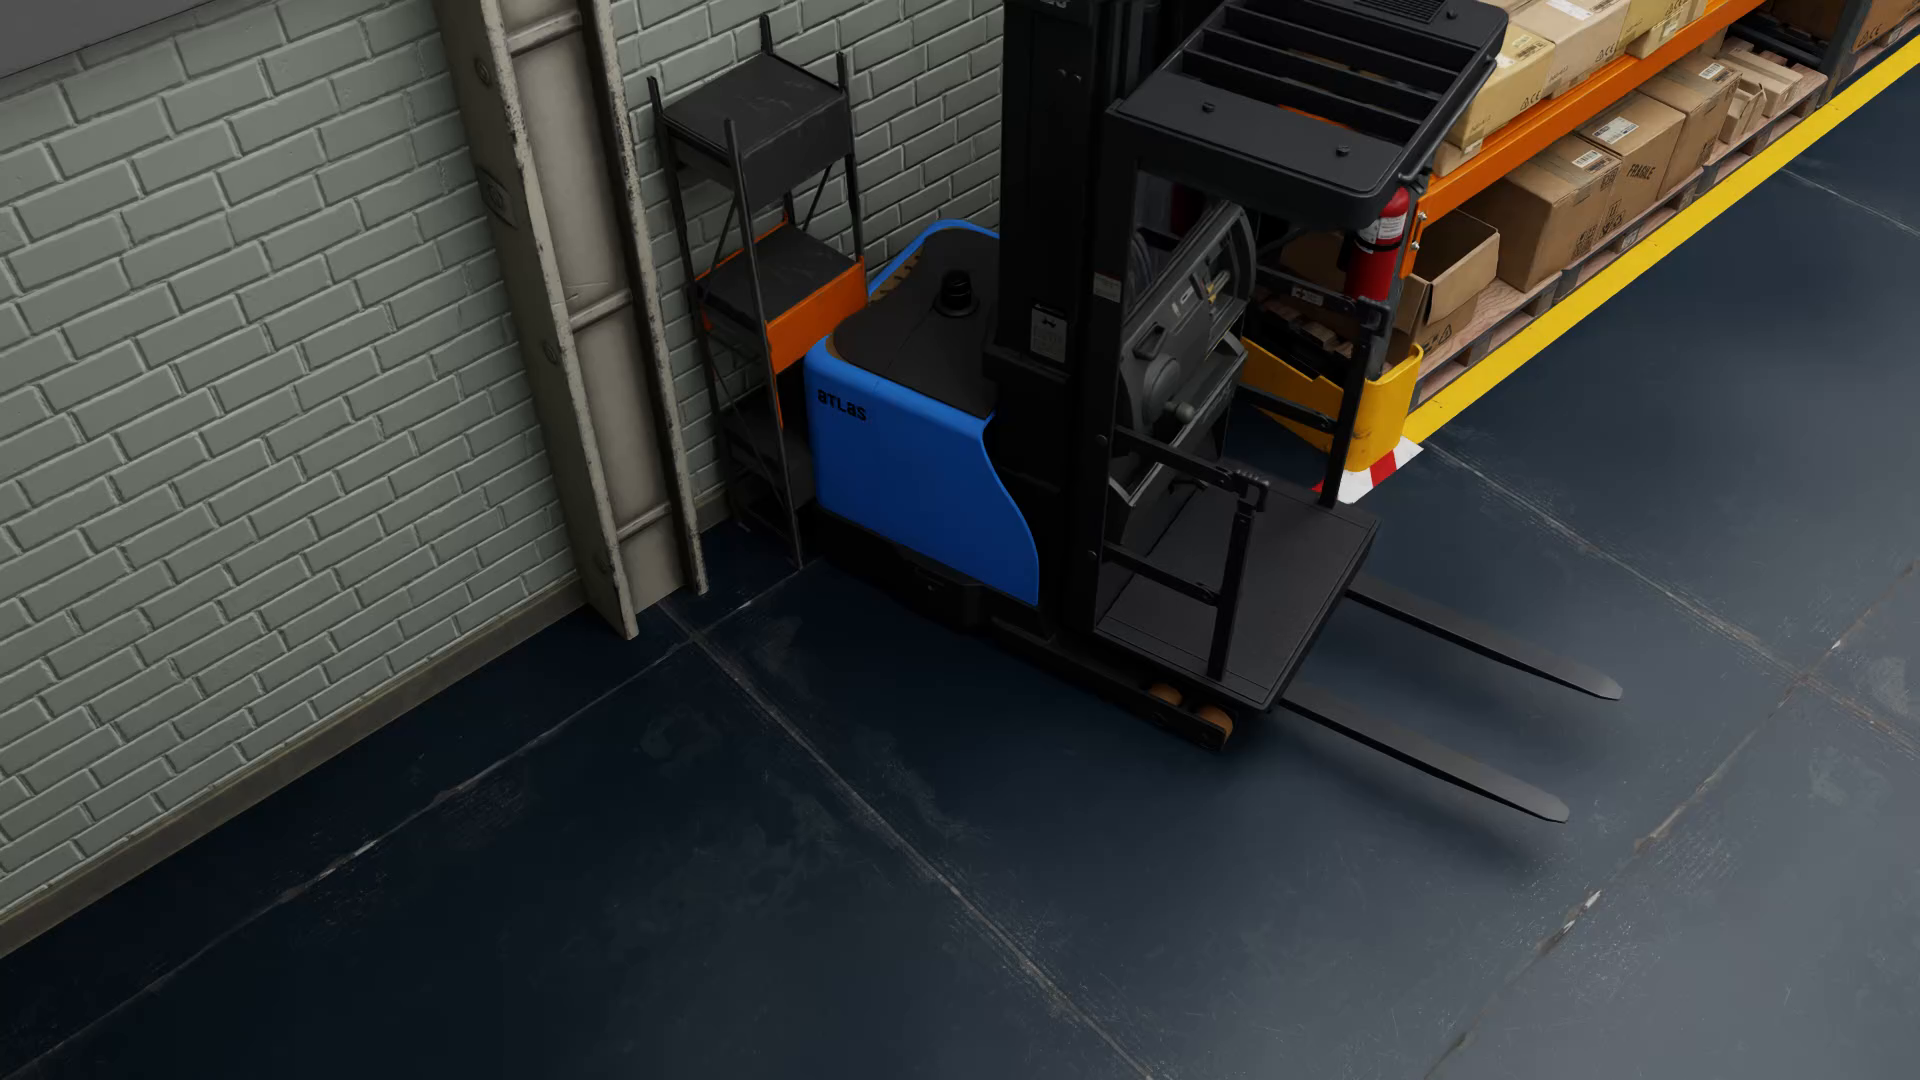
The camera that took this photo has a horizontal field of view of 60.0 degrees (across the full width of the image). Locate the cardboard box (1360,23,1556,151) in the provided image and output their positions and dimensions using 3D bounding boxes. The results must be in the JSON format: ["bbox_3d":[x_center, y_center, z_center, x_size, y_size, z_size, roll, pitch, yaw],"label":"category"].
[{"bbox_3d":[1.873,-1.778,6.303,0.500,0.250,0.500,-33,56,-27],"label":"cardboard box"}]

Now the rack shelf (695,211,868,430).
[{"bbox_3d":[-0.650,-0.809,6.121,0.431,0.518,0.480,34,57,28],"label":"rack shelf"}]

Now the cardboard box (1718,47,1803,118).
[{"bbox_3d":[4.101,-2.369,8.602,0.250,0.149,0.380,-35,56,-28],"label":"cardboard box"}]

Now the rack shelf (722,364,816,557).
[{"bbox_3d":[-0.628,-0.340,6.640,0.431,0.518,0.480,34,57,28],"label":"rack shelf"}]

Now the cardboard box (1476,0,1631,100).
[{"bbox_3d":[2.246,-2.028,6.533,0.500,0.250,0.500,-33,55,-27],"label":"cardboard box"}]

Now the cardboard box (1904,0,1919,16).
[{"bbox_3d":[5.212,-3.308,9.230,0.500,0.500,0.500,-34,56,-28],"label":"cardboard box"}]

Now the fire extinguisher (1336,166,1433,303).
[{"bbox_3d":[1.558,-1.174,6.152,0.183,0.674,0.296,-34,56,-27],"label":"fire extinguisher"}]

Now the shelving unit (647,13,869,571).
[{"bbox_3d":[-0.650,-0.818,6.111,0.431,2.100,0.503,34,57,28],"label":"shelving unit"}]

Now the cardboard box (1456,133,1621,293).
[{"bbox_3d":[2.531,-1.598,7.651,0.500,0.500,0.700,-32,55,-26],"label":"cardboard box"}]

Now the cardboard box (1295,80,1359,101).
[{"bbox_3d":[1.421,-1.875,6.663,0.250,0.149,0.380,-34,56,-28],"label":"cardboard box"}]

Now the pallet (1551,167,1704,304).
[{"bbox_3d":[2.904,-1.737,8.263,1.213,0.211,1.003,-34,56,-27],"label":"pallet"}]

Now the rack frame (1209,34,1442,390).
[{"bbox_3d":[1.356,-1.651,6.285,0.127,3.000,1.000,-34,56,-27],"label":"rack frame"}]

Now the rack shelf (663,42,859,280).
[{"bbox_3d":[-0.672,-1.278,5.602,0.431,0.518,0.480,34,57,28],"label":"rack shelf"}]

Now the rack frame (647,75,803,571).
[{"bbox_3d":[-0.816,-0.681,5.994,0.400,2.100,0.015,34,57,28],"label":"rack frame"}]

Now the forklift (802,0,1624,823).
[{"bbox_3d":[0.936,-0.680,5.437,3.031,2.935,1.130,24,52,21],"label":"forklift"}]

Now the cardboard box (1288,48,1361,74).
[{"bbox_3d":[1.518,-2.072,6.574,0.500,0.250,0.500,-32,55,-26],"label":"cardboard box"}]

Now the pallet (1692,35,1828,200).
[{"bbox_3d":[3.807,-2.344,8.822,1.213,0.211,1.003,-34,56,-27],"label":"pallet"}]

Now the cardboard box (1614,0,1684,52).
[{"bbox_3d":[2.619,-2.280,6.766,0.500,0.250,0.500,-35,56,-28],"label":"cardboard box"}]

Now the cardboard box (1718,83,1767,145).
[{"bbox_3d":[3.837,-2.232,8.396,0.258,0.266,0.396,-32,55,-26],"label":"cardboard box"}]

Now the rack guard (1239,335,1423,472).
[{"bbox_3d":[1.412,-0.840,7.239,0.348,0.500,1.175,-34,56,-27],"label":"rack guard"}]

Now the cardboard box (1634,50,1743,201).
[{"bbox_3d":[3.299,-2.111,8.125,0.500,0.500,0.700,-36,57,-28],"label":"cardboard box"}]

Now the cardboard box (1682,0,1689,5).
[{"bbox_3d":[2.983,-2.545,7.010,0.500,0.250,0.500,-35,56,-28],"label":"cardboard box"}]

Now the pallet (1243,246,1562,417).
[{"bbox_3d":[2.002,-1.137,7.709,1.213,0.211,1.003,-34,56,-27],"label":"pallet"}]

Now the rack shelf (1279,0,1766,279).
[{"bbox_3d":[2.836,-2.395,7.462,4.000,0.370,1.077,-34,56,-27],"label":"rack shelf"}]

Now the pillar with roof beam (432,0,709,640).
[{"bbox_3d":[1.651,-0.501,1.143,0.400,9.000,9.100,-34,56,-27],"label":"pillar with roof beam"}]

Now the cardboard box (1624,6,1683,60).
[{"bbox_3d":[2.771,-2.189,6.953,0.250,0.149,0.380,-35,56,-28],"label":"cardboard box"}]

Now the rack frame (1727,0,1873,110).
[{"bbox_3d":[4.316,-3.628,8.110,0.127,3.000,1.000,-34,56,-27],"label":"rack frame"}]

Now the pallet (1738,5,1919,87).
[{"bbox_3d":[4.892,-3.105,9.525,1.213,0.211,1.003,-34,56,-27],"label":"pallet"}]

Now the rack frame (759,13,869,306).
[{"bbox_3d":[-0.485,-0.954,6.227,0.400,2.100,0.015,34,57,28],"label":"rack frame"}]

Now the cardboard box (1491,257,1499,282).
[{"bbox_3d":[2.213,-1.266,7.584,0.250,0.149,0.380,-36,57,-28],"label":"cardboard box"}]

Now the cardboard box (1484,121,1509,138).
[{"bbox_3d":[1.941,-1.730,6.529,0.250,0.149,0.380,-32,55,-26],"label":"cardboard box"}]

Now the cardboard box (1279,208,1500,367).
[{"bbox_3d":[1.873,-1.197,7.280,0.637,0.503,0.797,-36,57,-28],"label":"cardboard box"}]

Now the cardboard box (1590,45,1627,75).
[{"bbox_3d":[2.533,-2.104,6.875,0.250,0.149,0.380,-33,55,-27],"label":"cardboard box"}]

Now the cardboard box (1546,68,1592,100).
[{"bbox_3d":[2.340,-1.970,6.751,0.250,0.149,0.380,-32,55,-26],"label":"cardboard box"}]

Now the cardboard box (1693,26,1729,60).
[{"bbox_3d":[3.668,-2.661,8.761,0.500,0.311,0.500,-32,55,-26],"label":"cardboard box"}]

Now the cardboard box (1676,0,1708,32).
[{"bbox_3d":[2.952,-2.330,7.083,0.250,0.149,0.380,-33,55,-26],"label":"cardboard box"}]

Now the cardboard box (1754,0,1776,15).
[{"bbox_3d":[4.480,-3.327,9.247,0.500,0.500,0.500,-34,56,-27],"label":"cardboard box"}]

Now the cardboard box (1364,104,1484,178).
[{"bbox_3d":[1.784,-1.579,6.390,0.250,0.149,0.380,-34,56,-27],"label":"cardboard box"}]

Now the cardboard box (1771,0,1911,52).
[{"bbox_3d":[4.825,-3.040,8.982,0.500,0.500,0.500,-31,55,-26],"label":"cardboard box"}]

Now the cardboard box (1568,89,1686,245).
[{"bbox_3d":[2.990,-1.805,7.842,0.500,0.500,0.500,-33,55,-27],"label":"cardboard box"}]
